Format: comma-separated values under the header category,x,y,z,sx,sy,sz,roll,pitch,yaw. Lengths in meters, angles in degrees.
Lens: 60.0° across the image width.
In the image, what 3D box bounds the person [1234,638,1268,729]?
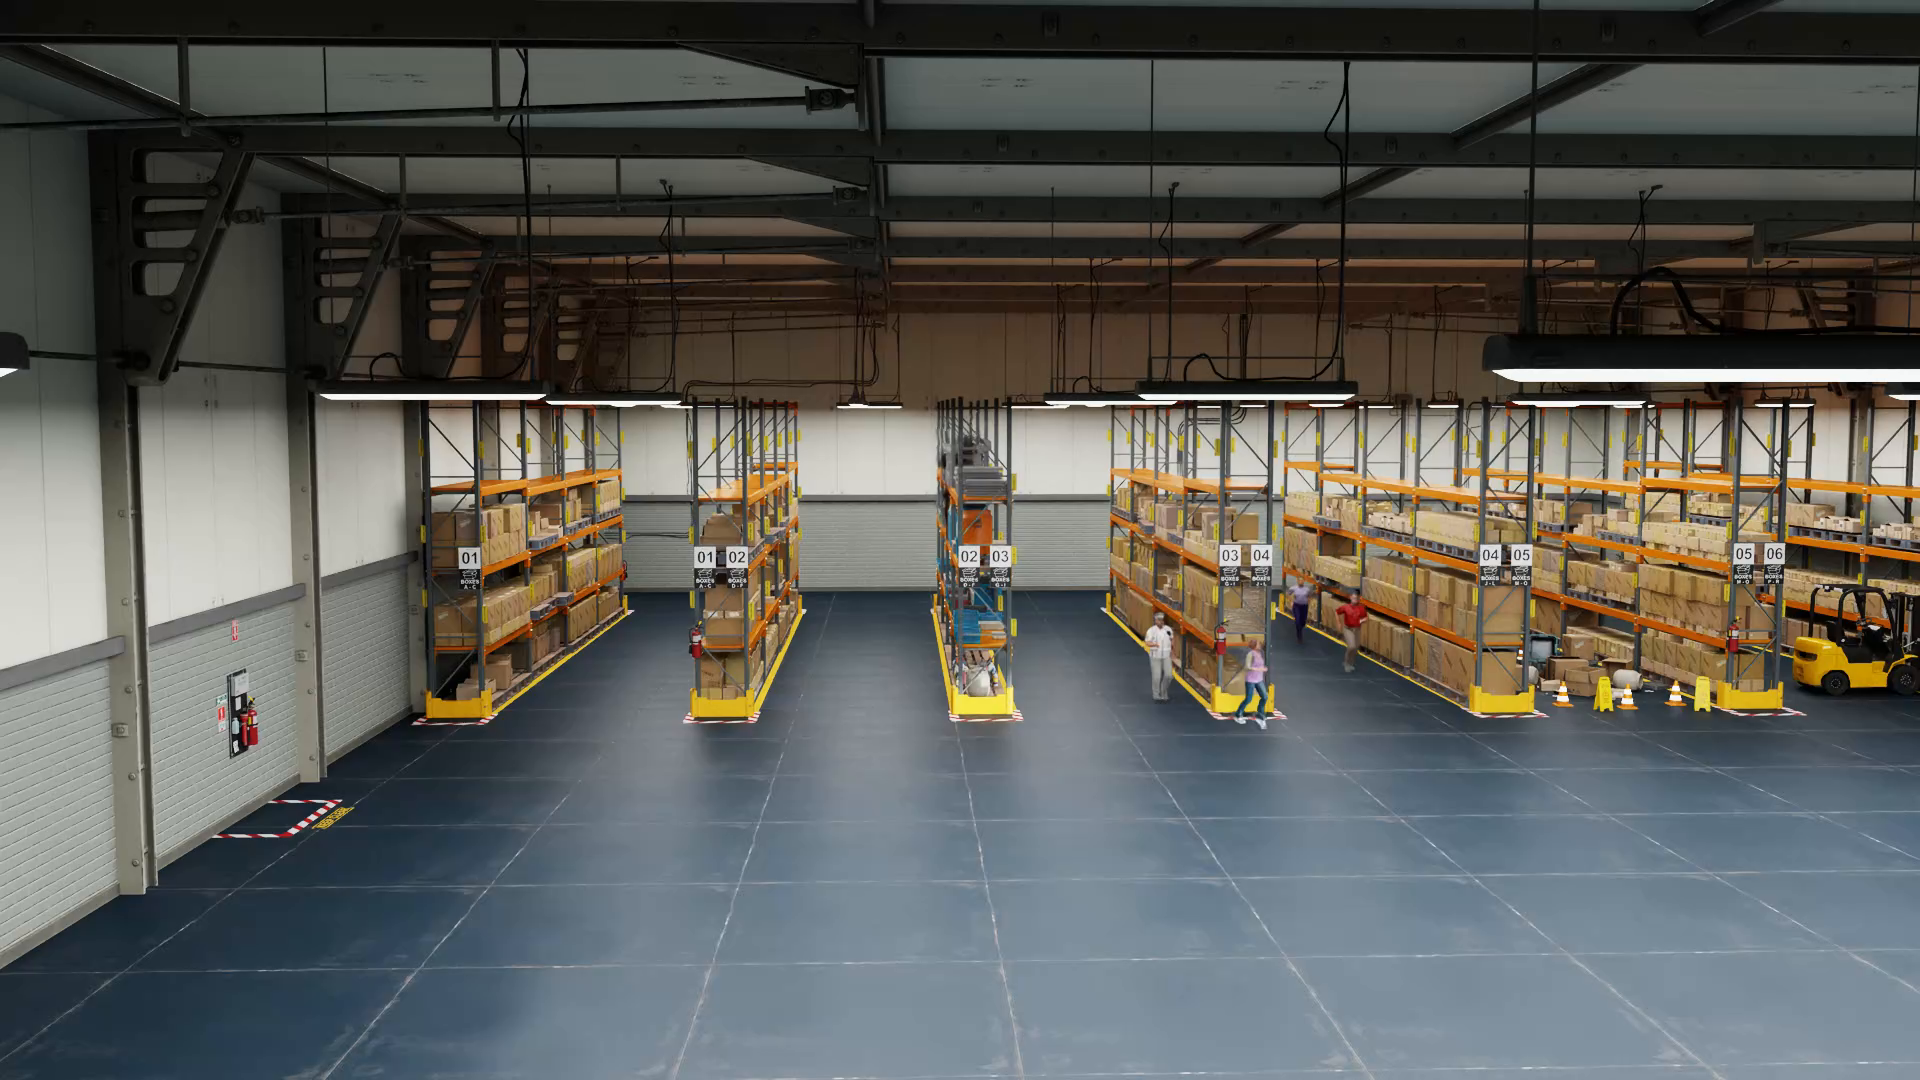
category,x,y,z,sx,sy,sz,roll,pitch,yaw
person,5.309,2.691,30.158,0.643,1.473,0.539,4,6,43

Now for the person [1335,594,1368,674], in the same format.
category,x,y,z,sx,sy,sz,roll,pitch,yaw
person,8.630,2.054,36.493,0.646,1.757,0.686,-1,4,-11

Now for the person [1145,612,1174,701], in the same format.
category,x,y,z,sx,sy,sz,roll,pitch,yaw
person,3.978,2.316,32.830,0.645,1.789,0.651,0,4,-6

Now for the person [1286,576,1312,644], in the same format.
category,x,y,z,sx,sy,sz,roll,pitch,yaw
person,8.452,1.724,41.347,0.608,1.655,0.890,0,4,-3
